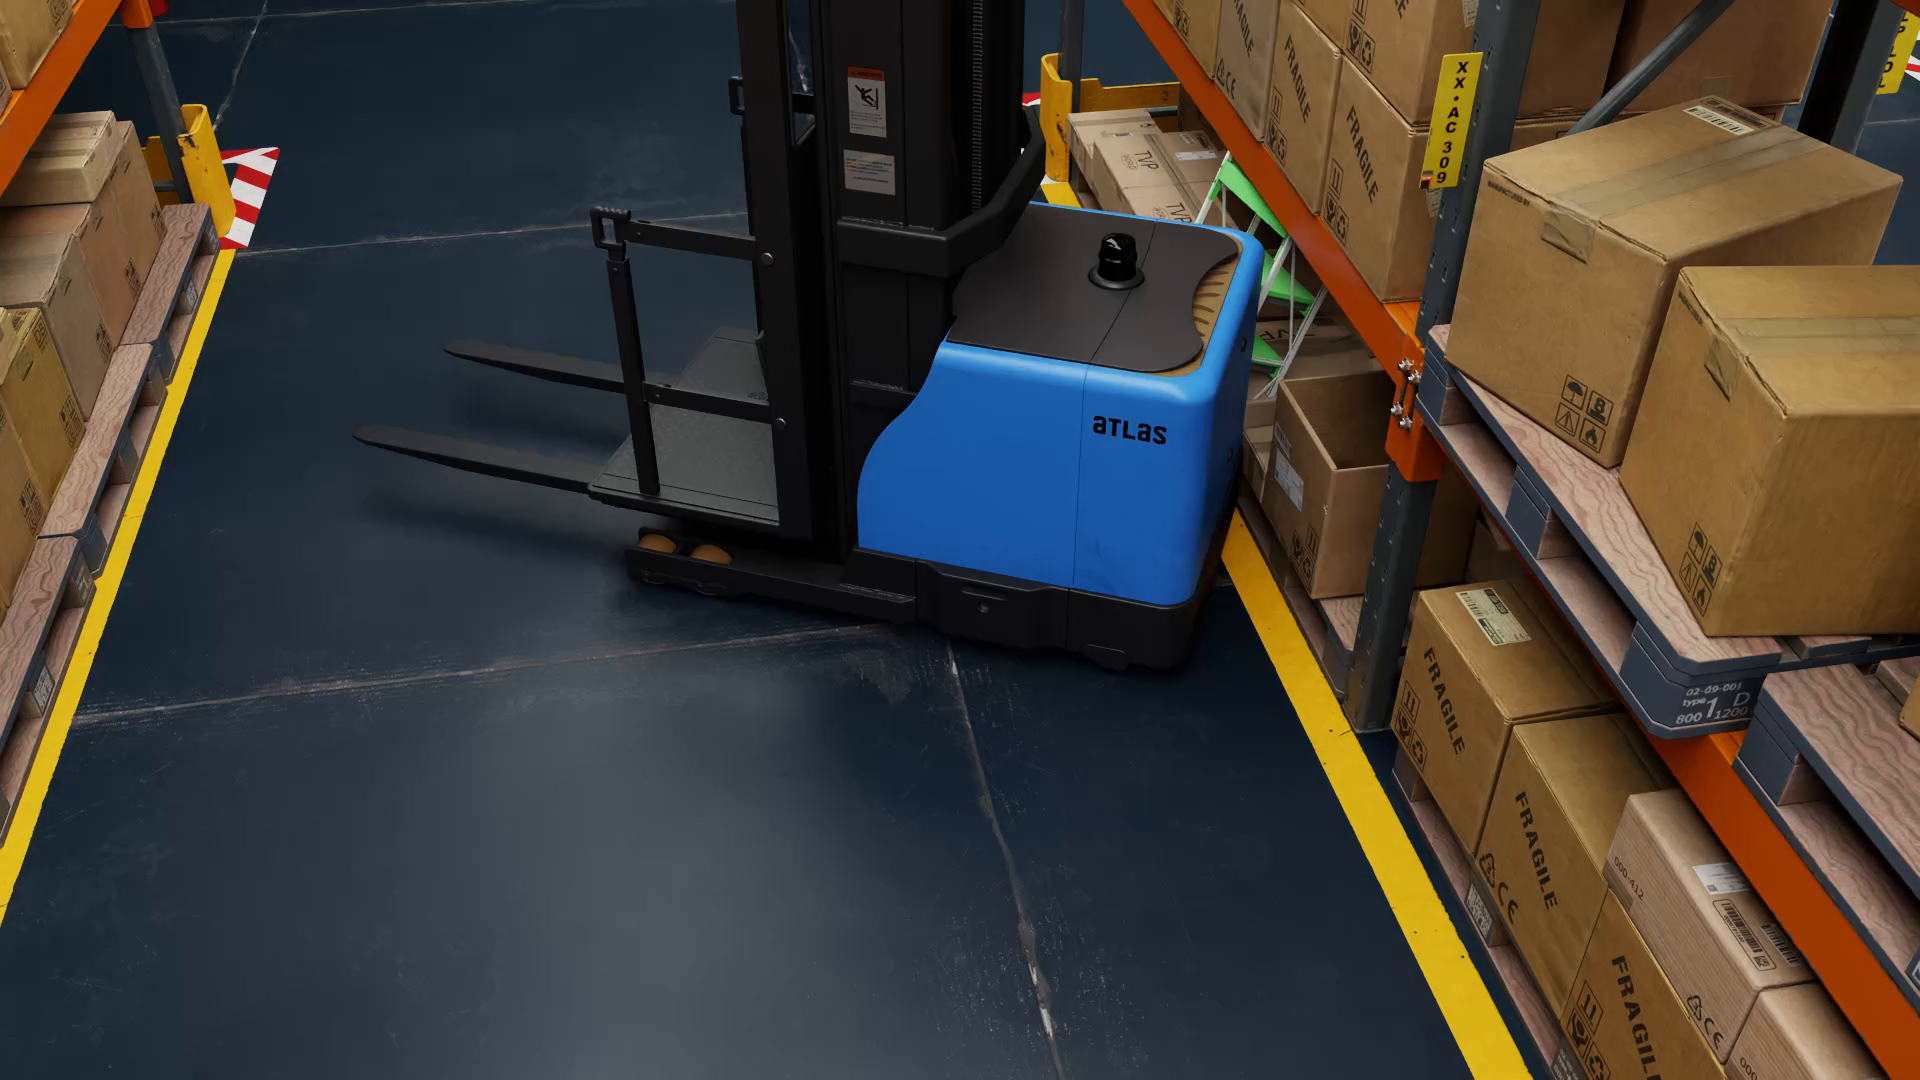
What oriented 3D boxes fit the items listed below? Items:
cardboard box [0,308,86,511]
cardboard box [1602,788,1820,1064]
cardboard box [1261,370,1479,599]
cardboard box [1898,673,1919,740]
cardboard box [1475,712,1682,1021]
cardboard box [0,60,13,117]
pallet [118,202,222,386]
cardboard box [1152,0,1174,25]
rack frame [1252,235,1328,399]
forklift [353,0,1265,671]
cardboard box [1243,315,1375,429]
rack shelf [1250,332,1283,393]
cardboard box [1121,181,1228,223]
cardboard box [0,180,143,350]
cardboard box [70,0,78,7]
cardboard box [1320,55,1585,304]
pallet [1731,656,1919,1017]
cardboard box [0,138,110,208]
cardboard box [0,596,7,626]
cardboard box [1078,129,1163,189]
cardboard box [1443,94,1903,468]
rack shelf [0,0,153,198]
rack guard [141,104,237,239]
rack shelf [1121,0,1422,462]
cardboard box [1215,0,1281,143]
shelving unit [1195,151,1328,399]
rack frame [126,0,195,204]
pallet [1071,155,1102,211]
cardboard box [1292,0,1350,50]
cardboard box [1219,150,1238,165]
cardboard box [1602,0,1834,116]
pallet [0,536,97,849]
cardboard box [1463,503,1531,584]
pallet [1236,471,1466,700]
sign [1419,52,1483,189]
[{"bbox_3d":[-3.410,-0.407,5.523,0.700,0.500,0.500,-5,38,-7],"label":"cardboard box"},{"bbox_3d":[1.689,0.754,3.403,0.500,0.250,0.500,-6,38,-8],"label":"cardboard box"},{"bbox_3d":[1.290,-0.186,5.224,0.500,0.500,0.500,-6,38,-8],"label":"cardboard box"},{"bbox_3d":[2.039,0.169,2.664,0.700,0.500,0.500,-16,41,-19],"label":"cardboard box"},{"bbox_3d":[1.618,0.767,3.997,0.500,0.500,0.500,-6,38,-7],"label":"cardboard box"},{"bbox_3d":[-3.546,-1.479,4.964,0.980,0.700,0.700,-8,39,-10],"label":"cardboard box"},{"bbox_3d":[-3.692,-0.991,6.854,1.003,0.211,1.213,-6,38,-8],"label":"pallet"},{"bbox_3d":[0.967,-2.231,6.095,0.500,0.500,0.500,-6,38,-8],"label":"cardboard box"},{"bbox_3d":[0.994,-0.596,5.509,0.240,1.200,0.015,7,32,-28],"label":"rack frame"},{"bbox_3d":[-0.600,-1.271,4.997,3.031,2.935,1.130,11,39,13],"label":"forklift"},{"bbox_3d":[1.158,-0.565,5.865,0.500,0.311,0.500,-6,38,-8],"label":"cardboard box"},{"bbox_3d":[0.890,-0.684,5.722,0.258,0.148,0.480,7,32,-28],"label":"rack shelf"},{"bbox_3d":[0.959,-1.227,6.767,0.500,0.250,0.500,-6,38,-8],"label":"cardboard box"},{"bbox_3d":[-3.600,-1.032,6.328,0.700,0.500,0.500,-6,38,-8],"label":"cardboard box"},{"bbox_3d":[-3.810,-2.379,6.122,0.980,0.700,0.700,-5,38,-6],"label":"cardboard box"},{"bbox_3d":[1.328,-1.000,4.511,0.500,0.500,0.500,-6,38,-7],"label":"cardboard box"},{"bbox_3d":[2.025,0.632,2.649,1.003,0.211,1.213,-6,38,-8],"label":"pallet"},{"bbox_3d":[-3.440,-1.378,6.245,0.380,0.149,0.250,-5,38,-7],"label":"cardboard box"},{"bbox_3d":[-3.238,0.208,4.733,0.700,0.500,0.500,-6,38,-7],"label":"cardboard box"},{"bbox_3d":[0.746,-1.716,7.465,0.380,0.166,0.250,-6,38,-8],"label":"cardboard box"},{"bbox_3d":[1.532,-0.581,3.629,0.700,0.500,0.500,-19,42,-23],"label":"cardboard box"},{"bbox_3d":[-3.558,-1.075,5.275,1.077,0.370,4.000,-6,38,-8],"label":"rack shelf"},{"bbox_3d":[-3.913,-1.594,7.395,1.175,0.500,0.348,-6,38,-8],"label":"rack guard"},{"bbox_3d":[1.318,-1.610,5.964,1.077,0.370,4.000,-6,38,-8],"label":"rack shelf"},{"bbox_3d":[1.144,-1.621,5.310,0.500,0.500,0.500,-5,38,-7],"label":"cardboard box"},{"bbox_3d":[0.912,-0.736,5.691,0.258,1.200,0.503,7,32,-28],"label":"shelving unit"},{"bbox_3d":[-3.909,-2.567,6.609,1.000,3.000,0.127,-6,38,-8],"label":"rack frame"},{"bbox_3d":[1.122,-1.473,7.475,1.003,0.211,1.213,-6,38,-8],"label":"pallet"},{"bbox_3d":[1.233,-1.707,4.606,0.500,0.500,0.500,-7,38,-9],"label":"cardboard box"},{"bbox_3d":[1.288,-1.601,7.316,0.380,0.166,0.250,-6,38,-8],"label":"cardboard box"},{"bbox_3d":[1.863,-1.435,4.256,0.500,0.500,0.500,-5,38,-7],"label":"cardboard box"},{"bbox_3d":[-3.264,0.482,4.957,1.003,0.211,1.213,-6,38,-8],"label":"pallet"},{"bbox_3d":[1.808,-0.075,5.234,0.500,0.311,0.500,-6,38,-8],"label":"cardboard box"},{"bbox_3d":[1.549,0.000,5.578,1.003,0.211,1.213,-6,38,-8],"label":"pallet"},{"bbox_3d":[1.136,-0.965,3.841,0.100,0.325,0.005,-6,38,-8],"label":"sign"}]
